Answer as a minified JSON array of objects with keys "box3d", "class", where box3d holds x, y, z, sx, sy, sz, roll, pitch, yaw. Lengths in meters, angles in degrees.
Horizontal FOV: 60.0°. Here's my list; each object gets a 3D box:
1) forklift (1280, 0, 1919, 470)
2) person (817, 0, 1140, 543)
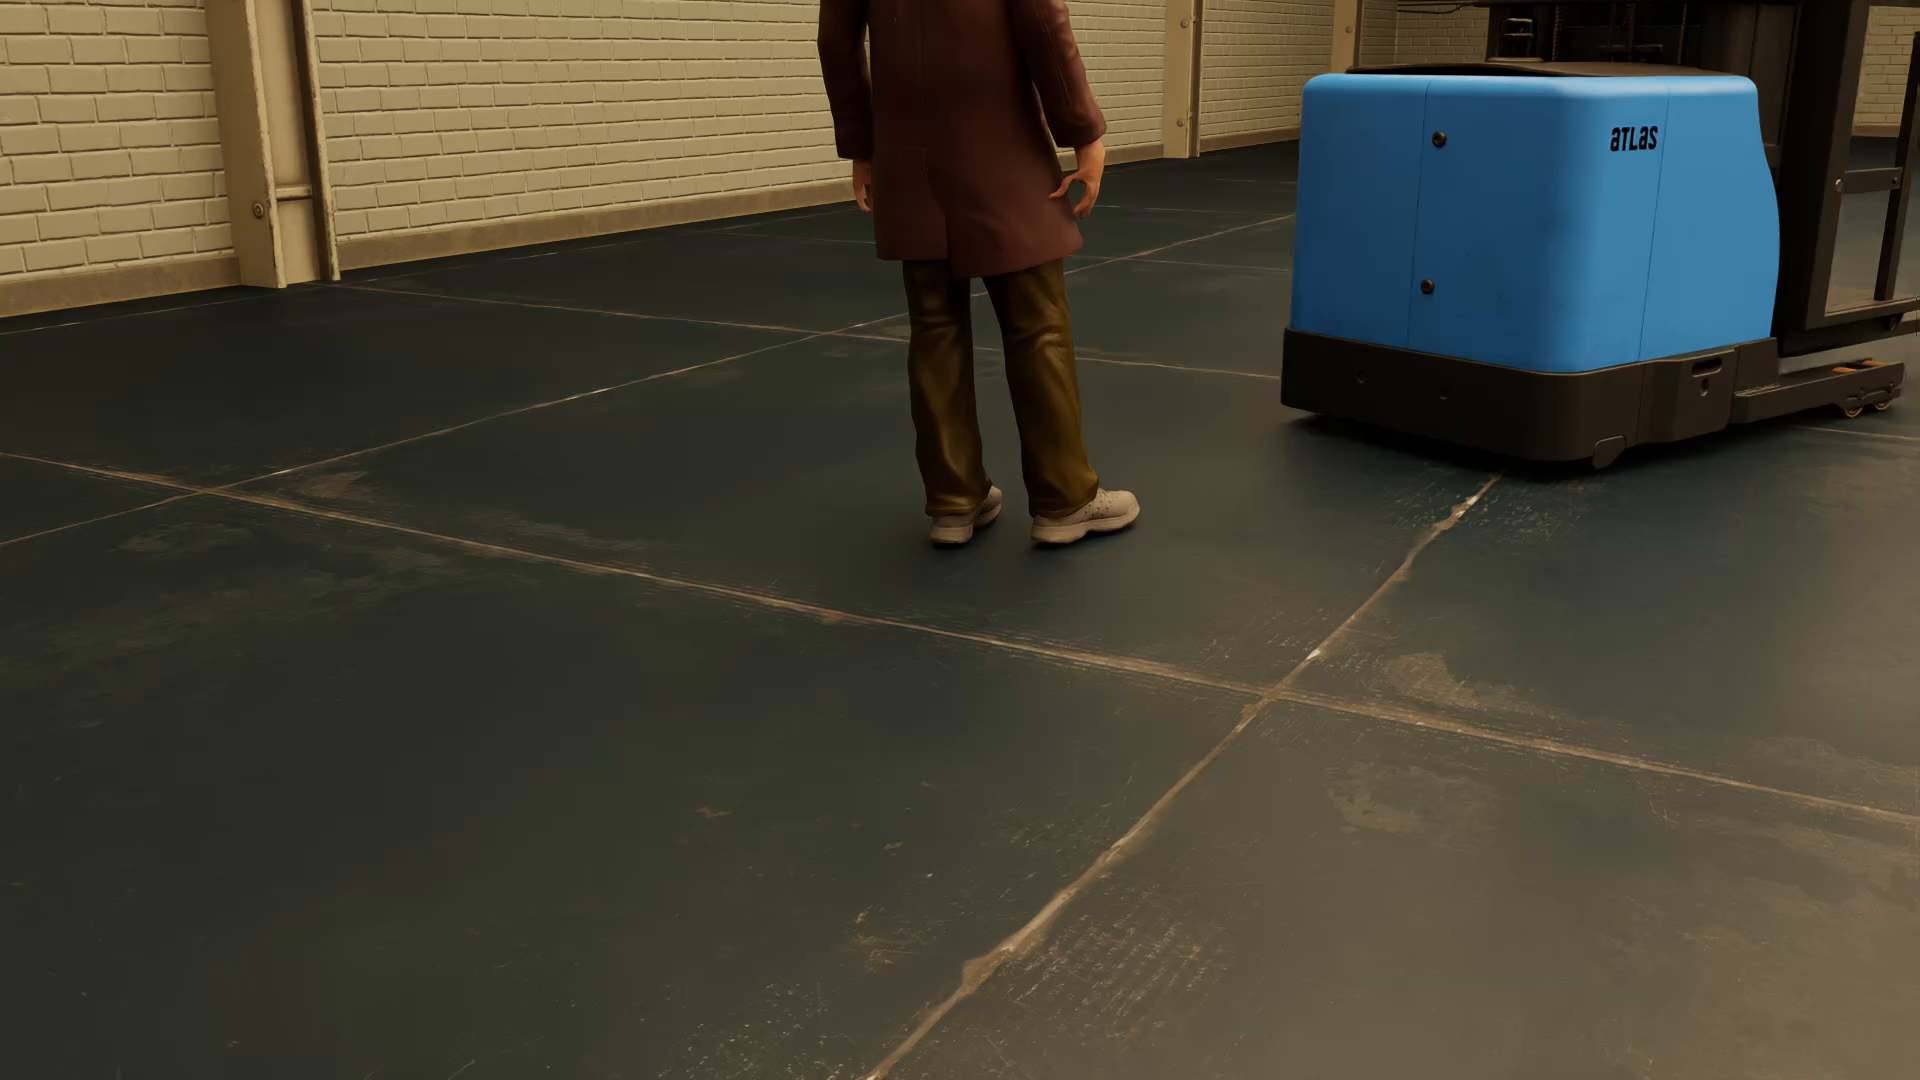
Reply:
[{"box3d":[2.502,-1.909,5.335,3.031,2.935,1.130,-12,20,-35],"class":"forklift"},{"box3d":[0.049,-0.882,3.861,0.696,1.776,0.582,9,19,28],"class":"person"}]
